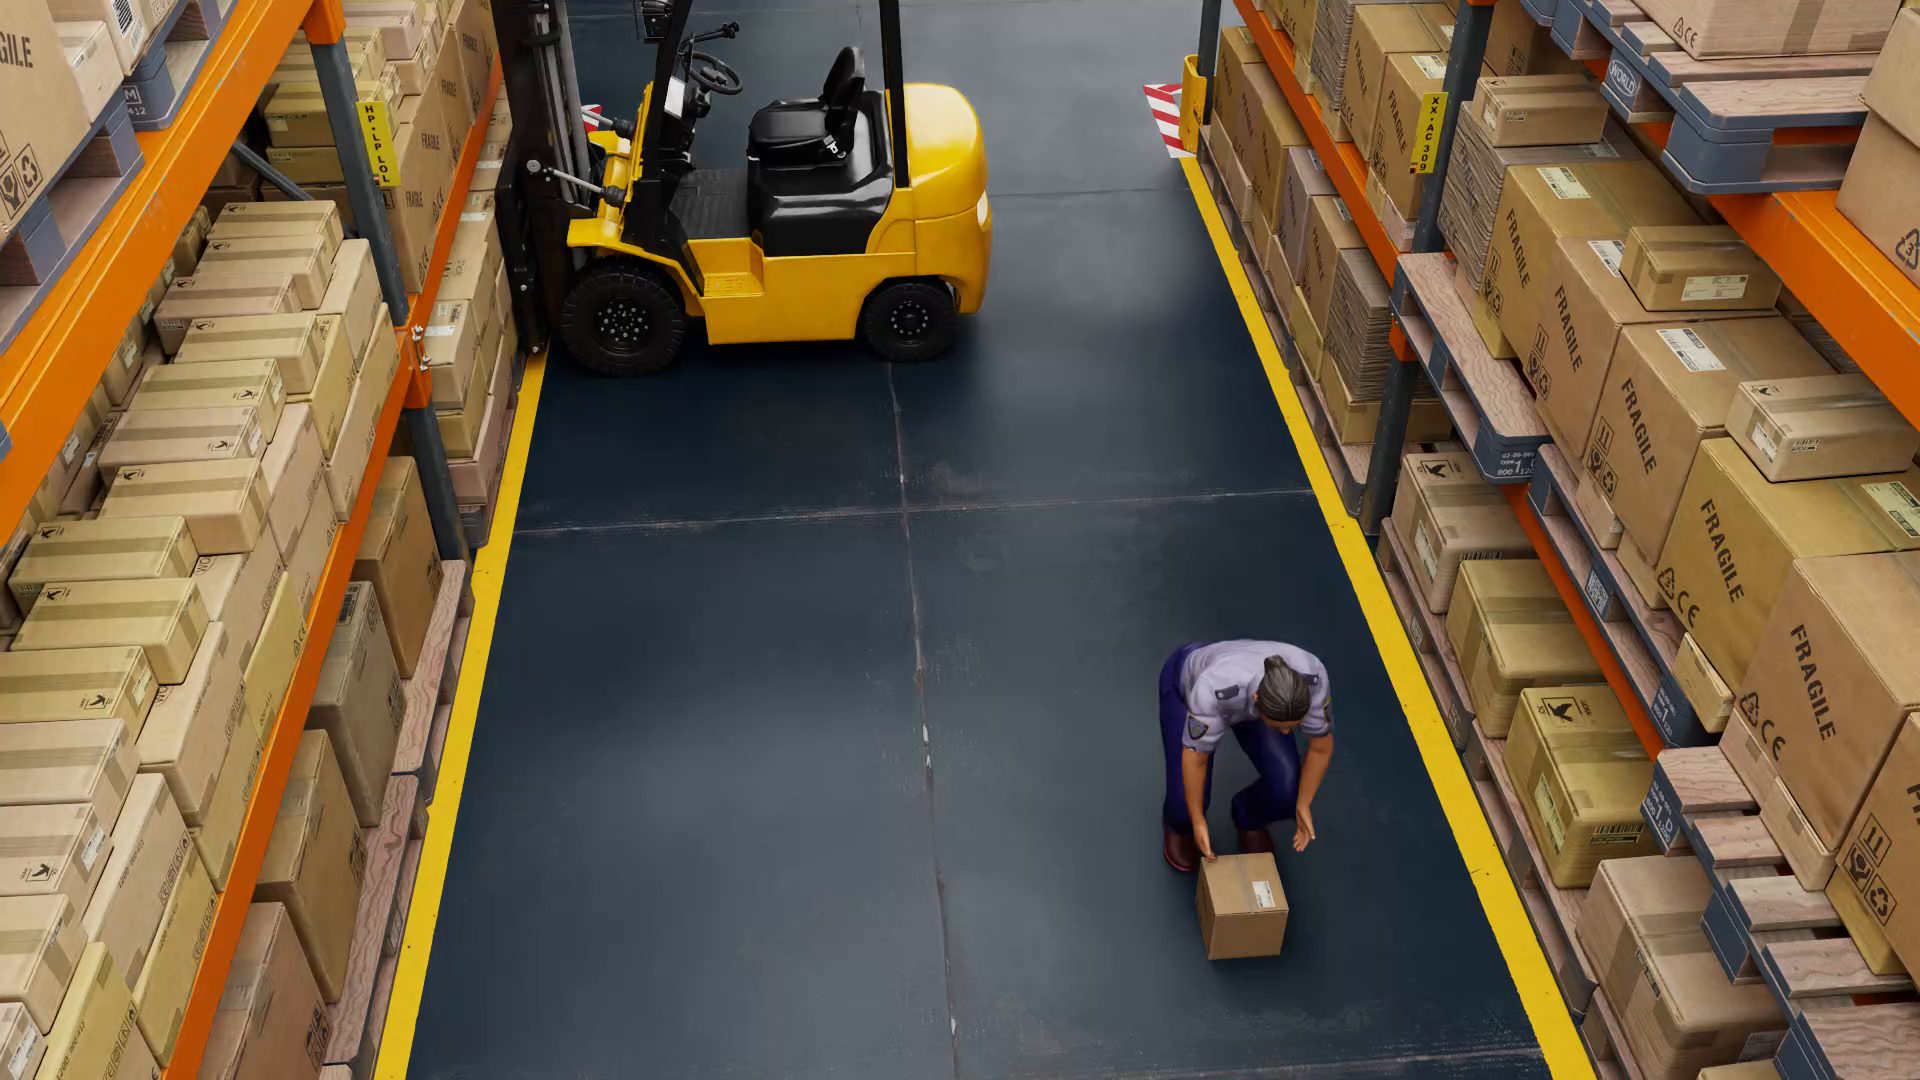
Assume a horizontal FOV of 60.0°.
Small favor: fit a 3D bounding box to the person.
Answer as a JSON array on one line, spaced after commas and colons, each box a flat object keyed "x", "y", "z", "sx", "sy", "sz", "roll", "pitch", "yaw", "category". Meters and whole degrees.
[{"x": 0.973, "y": 0.680, "z": 5.742, "sx": 0.535, "sy": 1.141, "sz": 0.760, "roll": -3, "pitch": 39, "yaw": -4, "category": "person"}]
